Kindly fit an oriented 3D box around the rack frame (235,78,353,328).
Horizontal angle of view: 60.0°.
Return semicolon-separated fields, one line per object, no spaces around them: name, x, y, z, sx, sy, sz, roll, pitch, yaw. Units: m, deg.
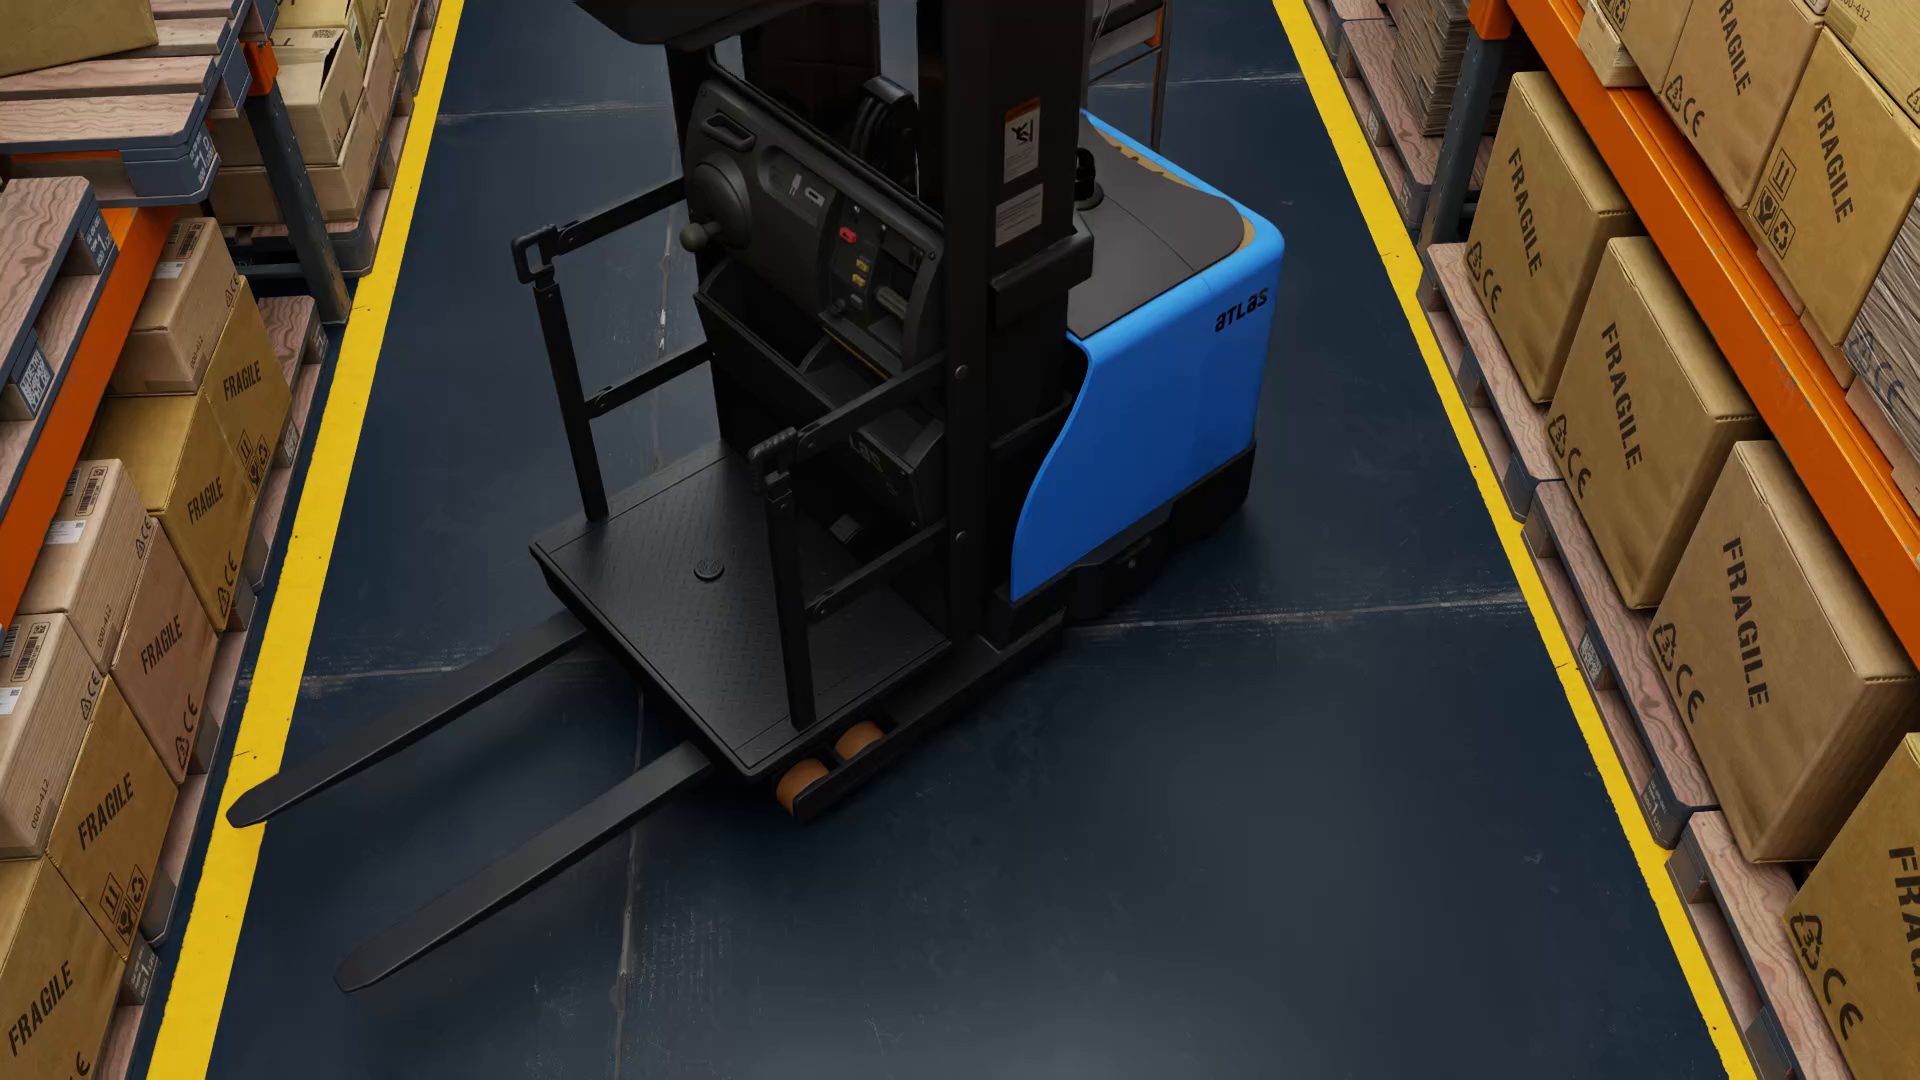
rack frame;-2.708;-1.815;4.903;1.000;3.000;0.127;-3;47;-3

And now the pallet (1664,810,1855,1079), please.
pallet;2.423;1.181;3.986;1.003;0.211;1.213;-3;47;-3

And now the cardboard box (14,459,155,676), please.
cardboard box;-2.297;0.079;4.012;0.500;0.250;0.500;-4;47;-4

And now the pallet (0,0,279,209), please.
pallet;-2.582;-1.262;4.512;1.213;0.211;1.003;-3;47;-3

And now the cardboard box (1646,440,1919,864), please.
cardboard box;2.301;0.265;4.124;0.750;0.750;0.750;-2;47;-2

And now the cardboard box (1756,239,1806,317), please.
cardboard box;2.164;-0.677;3.985;0.380;0.149;0.250;-3;47;-3

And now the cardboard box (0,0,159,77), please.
cardboard box;-2.543;-1.545;4.289;0.700;0.500;0.500;-18;49;-16

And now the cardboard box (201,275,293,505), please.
cardboard box;-2.396;-0.444;5.023;0.500;0.500;0.500;-2;47;-2

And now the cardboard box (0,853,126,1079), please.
cardboard box;-2.227;1.038;3.620;0.500;0.500;0.500;-3;47;-3

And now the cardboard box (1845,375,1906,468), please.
cardboard box;2.190;-0.294;3.622;0.380;0.149;0.250;-5;47;-4

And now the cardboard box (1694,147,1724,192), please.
cardboard box;2.149;-1.045;4.333;0.380;0.149;0.250;-3;47;-2

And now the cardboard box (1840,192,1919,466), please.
cardboard box;2.187;-0.419;3.293;0.500;0.500;0.500;-3;47;-3

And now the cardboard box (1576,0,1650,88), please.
cardboard box;1.975;-1.406;4.675;0.380;0.149;0.250;-2;47;-2

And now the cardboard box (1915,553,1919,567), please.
cardboard box;2.150;0.069;3.278;0.380;0.149;0.250;-3;47;-3

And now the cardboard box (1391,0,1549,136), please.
cardboard box;2.116;-1.928;6.428;0.700;0.500;0.500;-3;47;-3

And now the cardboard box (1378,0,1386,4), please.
cardboard box;2.118;-2.665;7.127;0.700;0.500;0.500;-4;47;-4

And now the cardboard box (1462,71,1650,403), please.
cardboard box;2.159;-0.984;5.307;0.750;0.750;0.750;-4;47;-4

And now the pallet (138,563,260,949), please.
pallet;-2.584;0.567;4.567;1.003;0.211;1.213;-3;47;-3

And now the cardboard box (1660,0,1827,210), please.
cardboard box;2.088;-1.156;3.992;0.500;0.500;0.500;-4;47;-3

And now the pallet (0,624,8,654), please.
pallet;-2.331;0.561;2.785;1.003;0.211;1.213;-3;47;-3

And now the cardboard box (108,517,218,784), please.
cardboard box;-2.303;0.310;4.309;0.500;0.500;0.500;-5;47;-5

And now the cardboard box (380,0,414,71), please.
cardboard box;-2.552;-2.150;6.824;0.500;0.250;0.500;-5;47;-4

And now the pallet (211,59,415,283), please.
pallet;-2.738;-1.454;6.481;1.003;0.211;1.213;-3;47;-3

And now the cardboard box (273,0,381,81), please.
cardboard box;-2.512;-1.983;6.280;0.500;0.311;0.500;-5;47;-4

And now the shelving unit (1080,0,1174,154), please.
shelving unit;0.351;-1.613;5.331;0.431;2.100;0.503;-33;55;-27

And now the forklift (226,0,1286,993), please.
forklift;-0.527;-0.685;3.880;3.031;2.935;1.130;-32;54;-27

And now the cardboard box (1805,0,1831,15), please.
cardboard box;2.100;-1.425;3.730;0.500;0.250;0.500;-3;47;-3

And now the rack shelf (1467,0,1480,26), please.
rack shelf;2.060;-3.318;6.822;1.077;0.370;4.000;-3;47;-3

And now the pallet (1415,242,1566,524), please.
pallet;2.219;-0.584;5.658;1.003;0.211;1.213;-3;47;-3

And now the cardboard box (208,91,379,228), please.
cardboard box;-2.459;-1.410;6.124;0.500;0.250;0.500;-4;47;-3

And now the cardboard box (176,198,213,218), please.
cardboard box;-2.995;-1.379;6.095;0.500;0.250;0.500;-2;47;-2

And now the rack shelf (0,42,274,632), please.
rack shelf;-2.541;-0.120;3.793;1.077;0.370;4.000;-3;47;-3

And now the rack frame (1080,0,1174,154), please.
rack frame;0.514;-1.481;5.206;0.400;2.100;0.015;-33;55;-27
